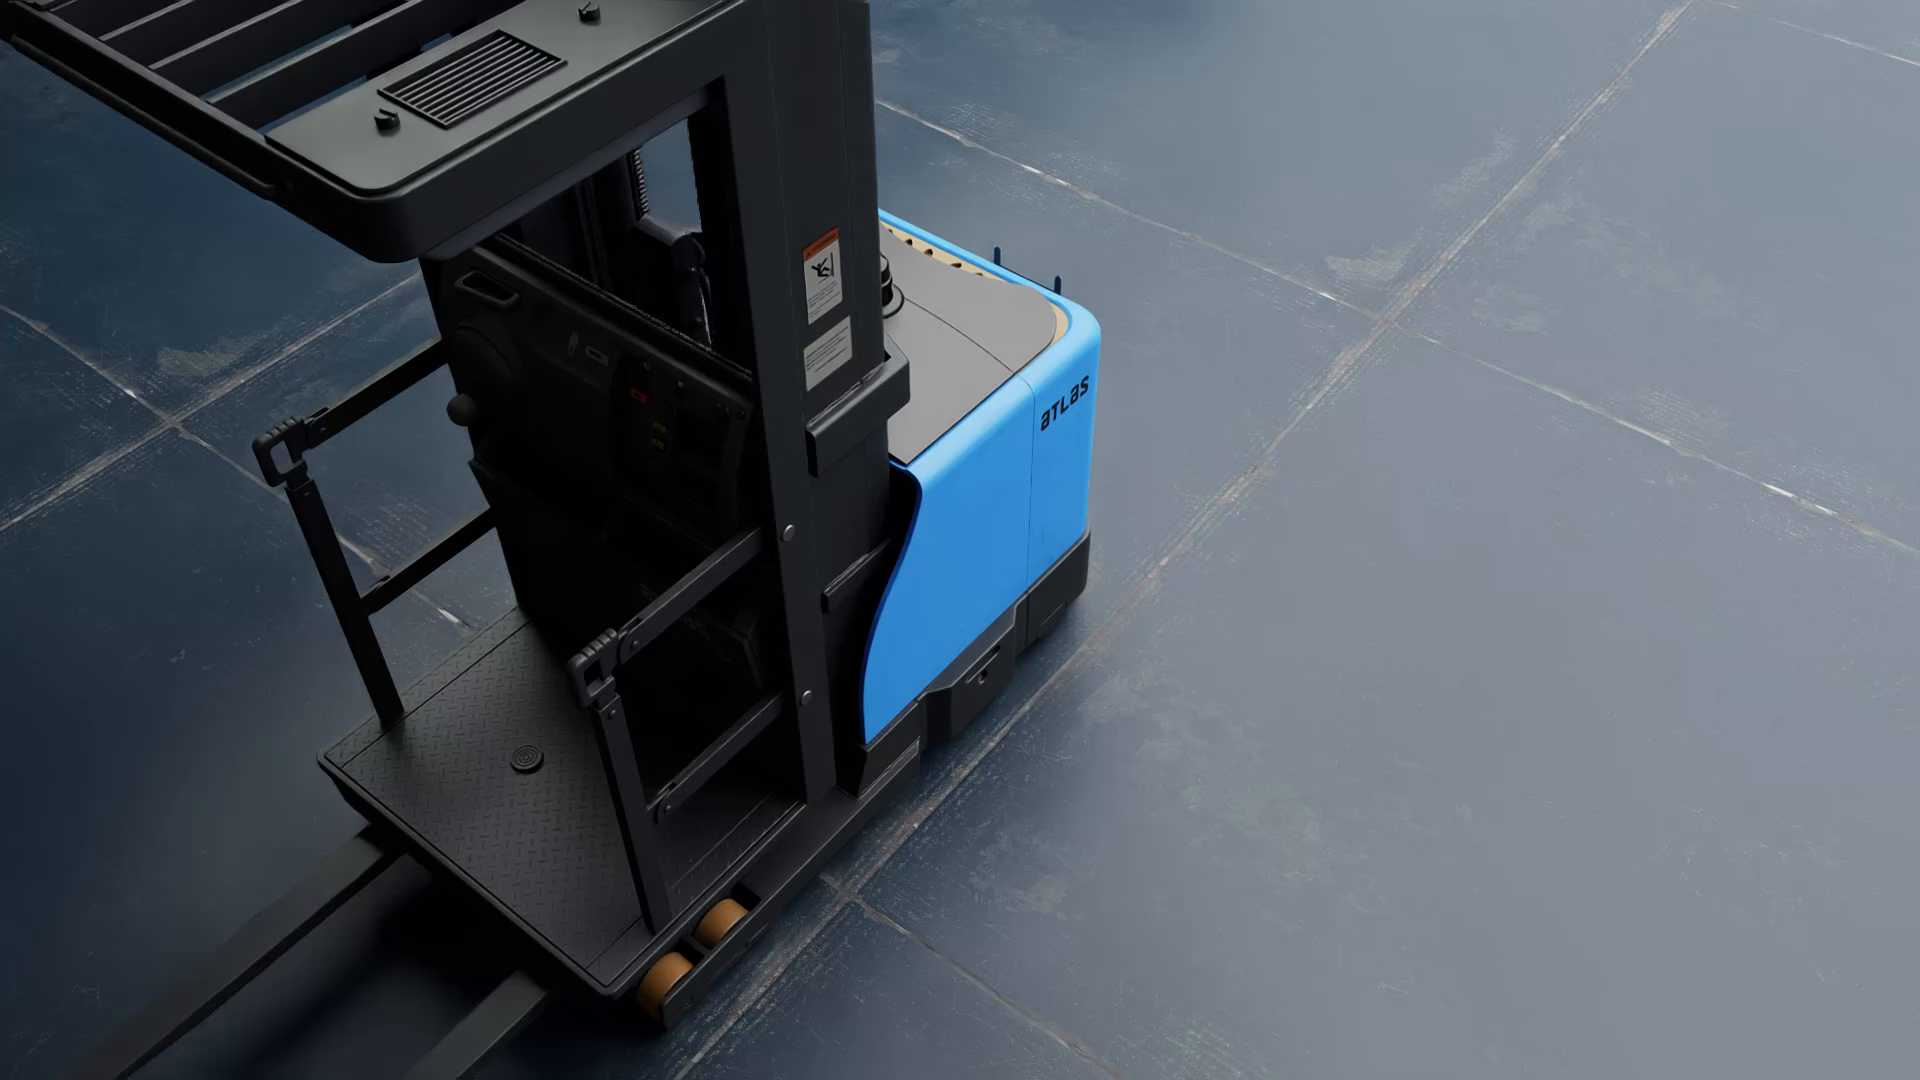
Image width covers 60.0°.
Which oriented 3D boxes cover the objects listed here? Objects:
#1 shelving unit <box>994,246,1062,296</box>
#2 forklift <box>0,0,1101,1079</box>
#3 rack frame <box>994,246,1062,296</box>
[{"bbox_3d":[0.131,-0.430,5.038,0.258,0.900,0.210,30,53,26],"label":"shelving unit"},{"bbox_3d":[-0.927,-0.240,3.452,1.130,2.935,3.031,30,53,26],"label":"forklift"},{"bbox_3d":[0.194,-0.487,5.093,0.240,0.900,0.006,30,53,26],"label":"rack frame"}]
